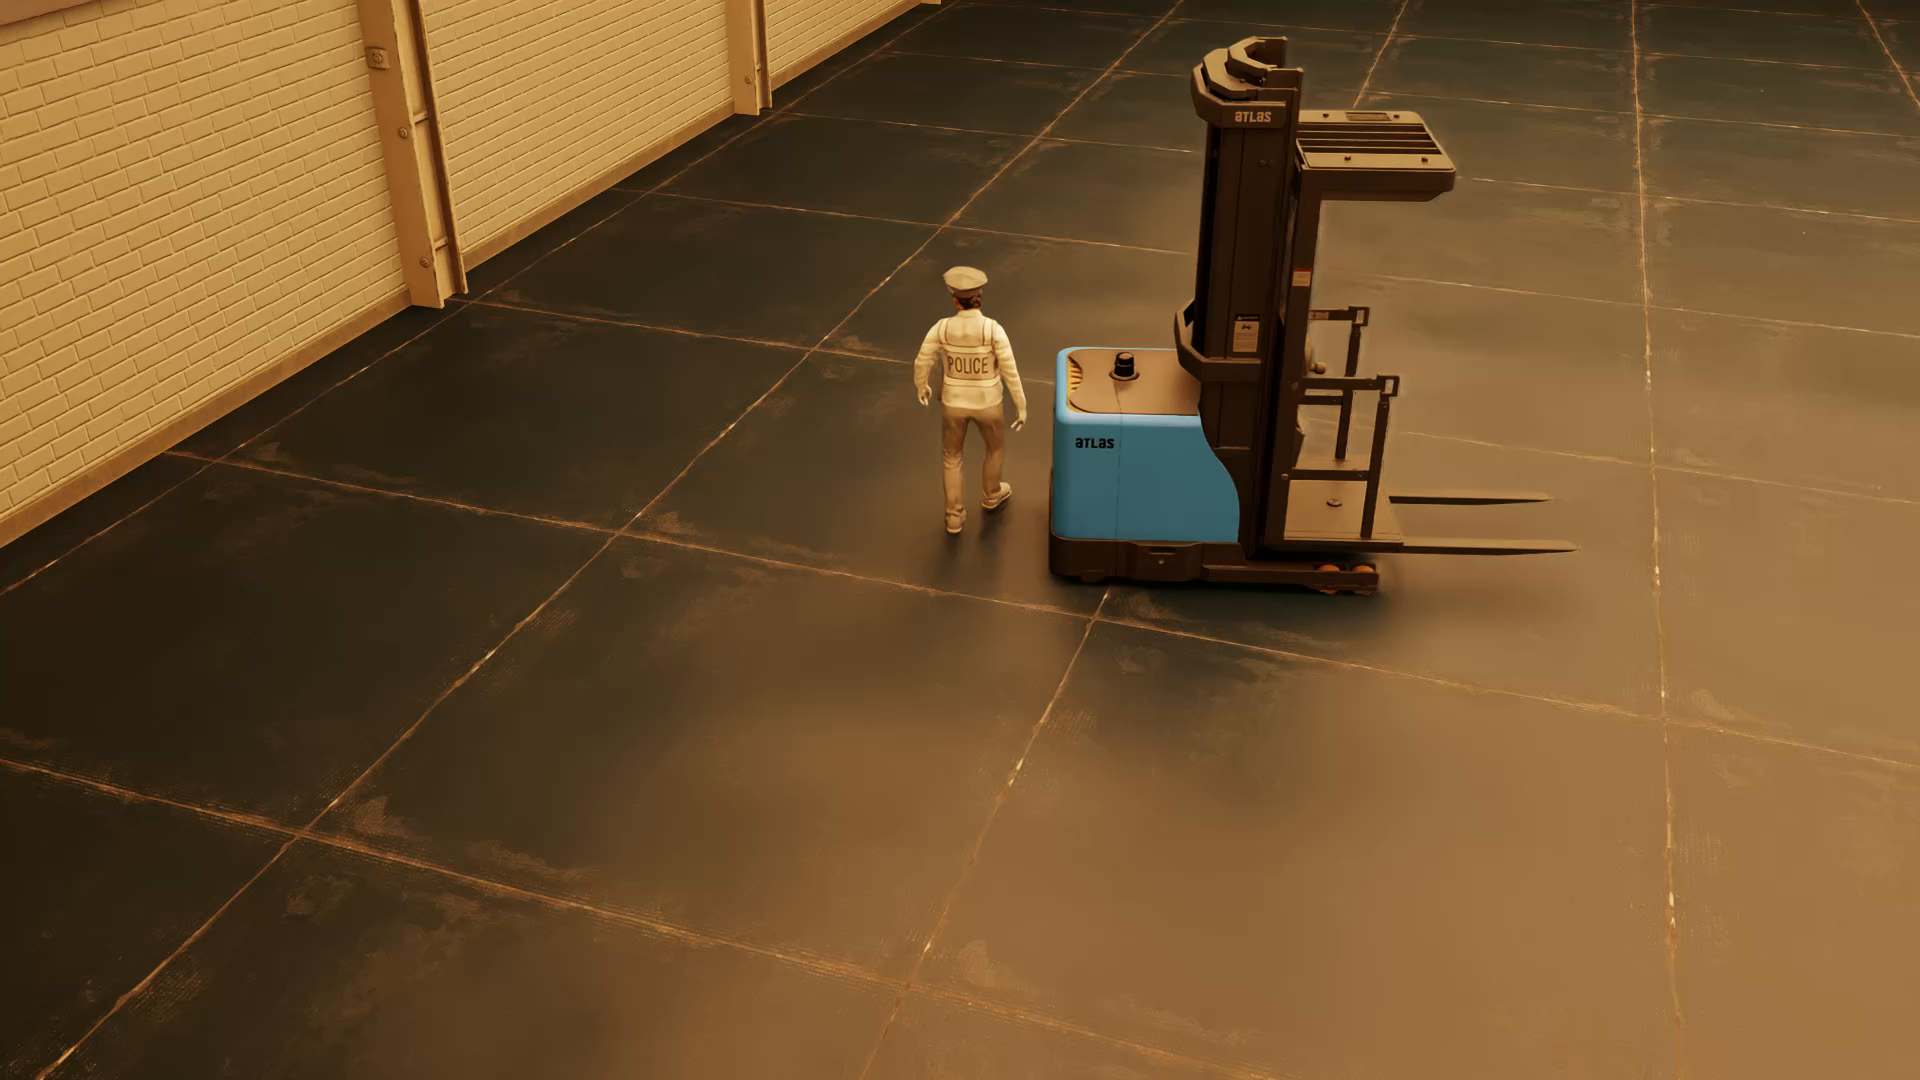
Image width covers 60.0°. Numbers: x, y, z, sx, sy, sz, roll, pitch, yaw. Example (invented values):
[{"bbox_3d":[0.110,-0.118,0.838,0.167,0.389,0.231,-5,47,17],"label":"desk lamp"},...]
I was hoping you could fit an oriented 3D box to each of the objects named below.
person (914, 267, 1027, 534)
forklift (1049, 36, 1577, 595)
[{"bbox_3d":[0.075,-0.880,9.999,0.697,1.620,0.623,3,30,6],"label":"person"},{"bbox_3d":[2.054,-1.230,9.294,3.031,2.935,1.130,1,30,3],"label":"forklift"}]
